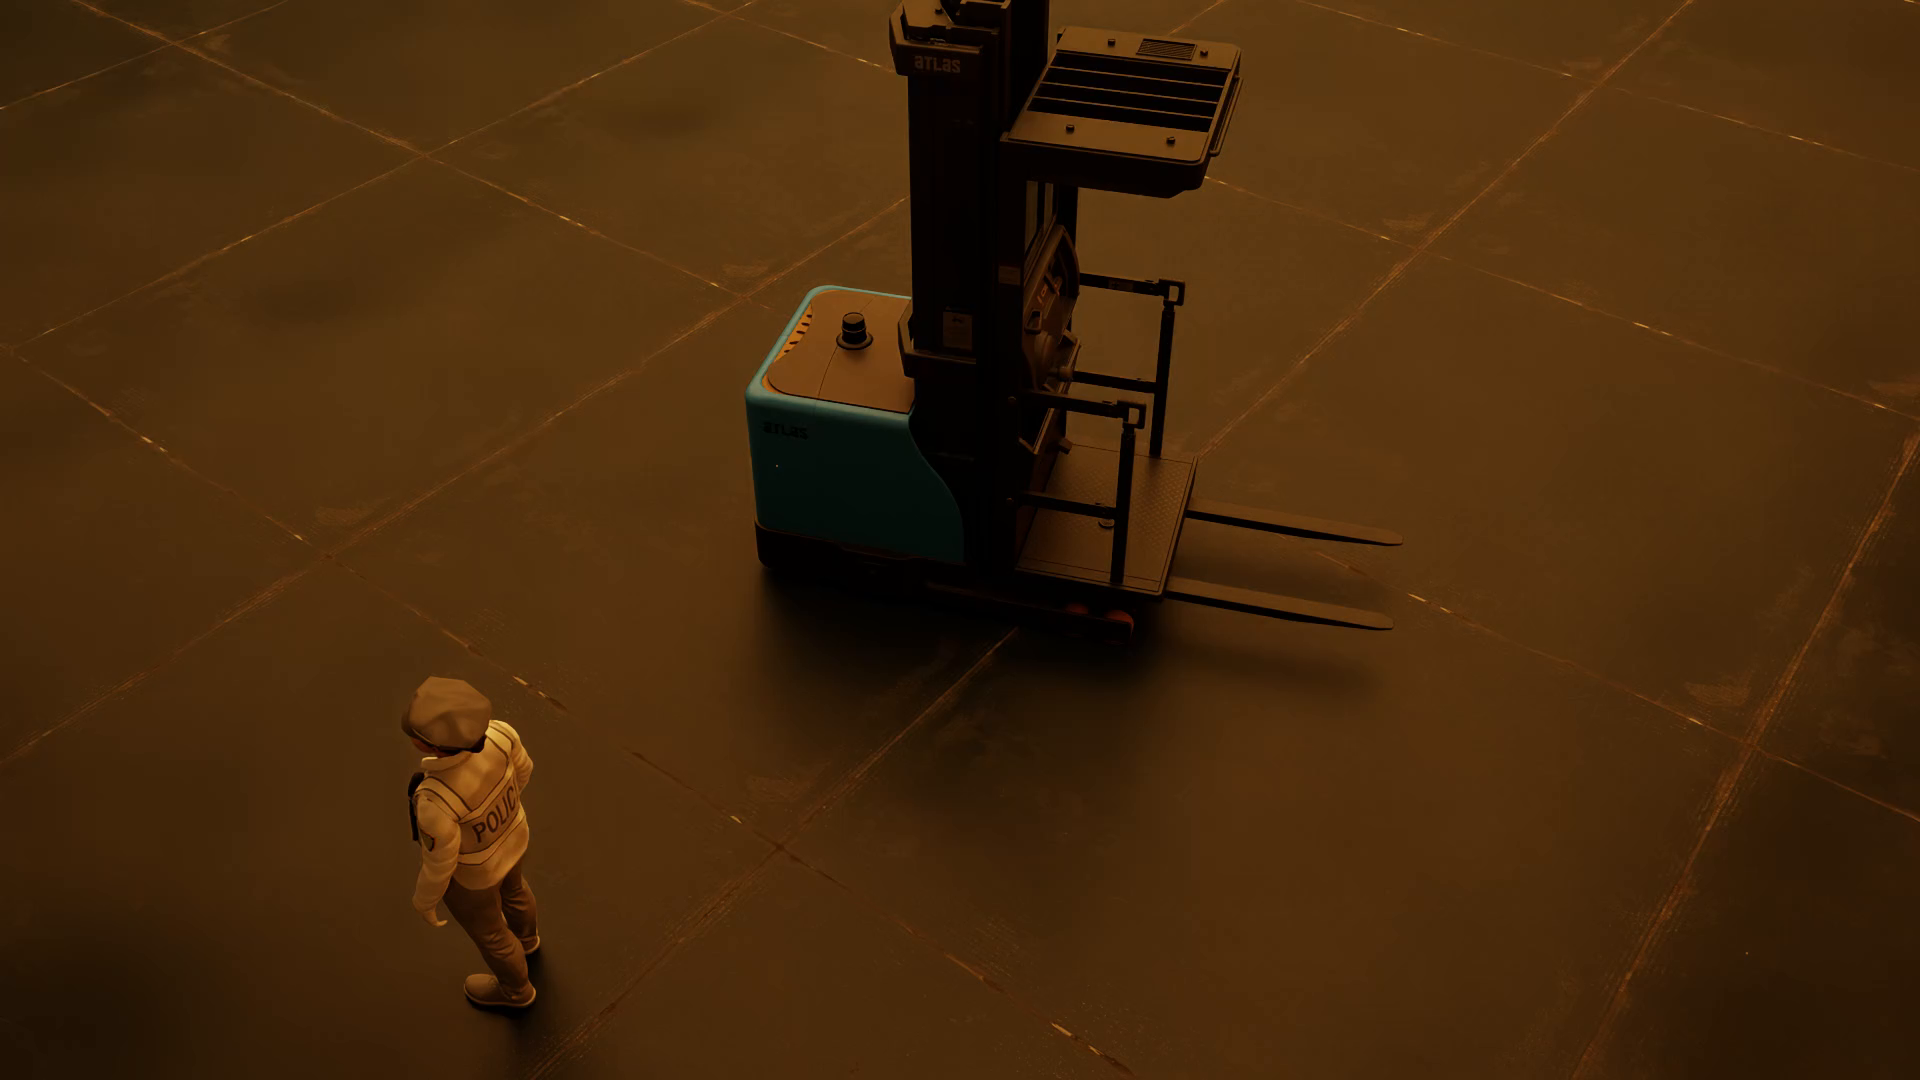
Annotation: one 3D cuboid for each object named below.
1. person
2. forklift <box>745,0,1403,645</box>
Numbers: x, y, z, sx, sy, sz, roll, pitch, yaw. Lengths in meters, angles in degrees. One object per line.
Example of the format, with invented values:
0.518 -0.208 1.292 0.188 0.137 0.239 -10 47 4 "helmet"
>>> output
-1.725 1.067 5.764 0.534 1.694 0.584 15 43 17 "person"
0.587 -1.011 7.260 3.031 2.935 1.130 10 41 12 "forklift"
